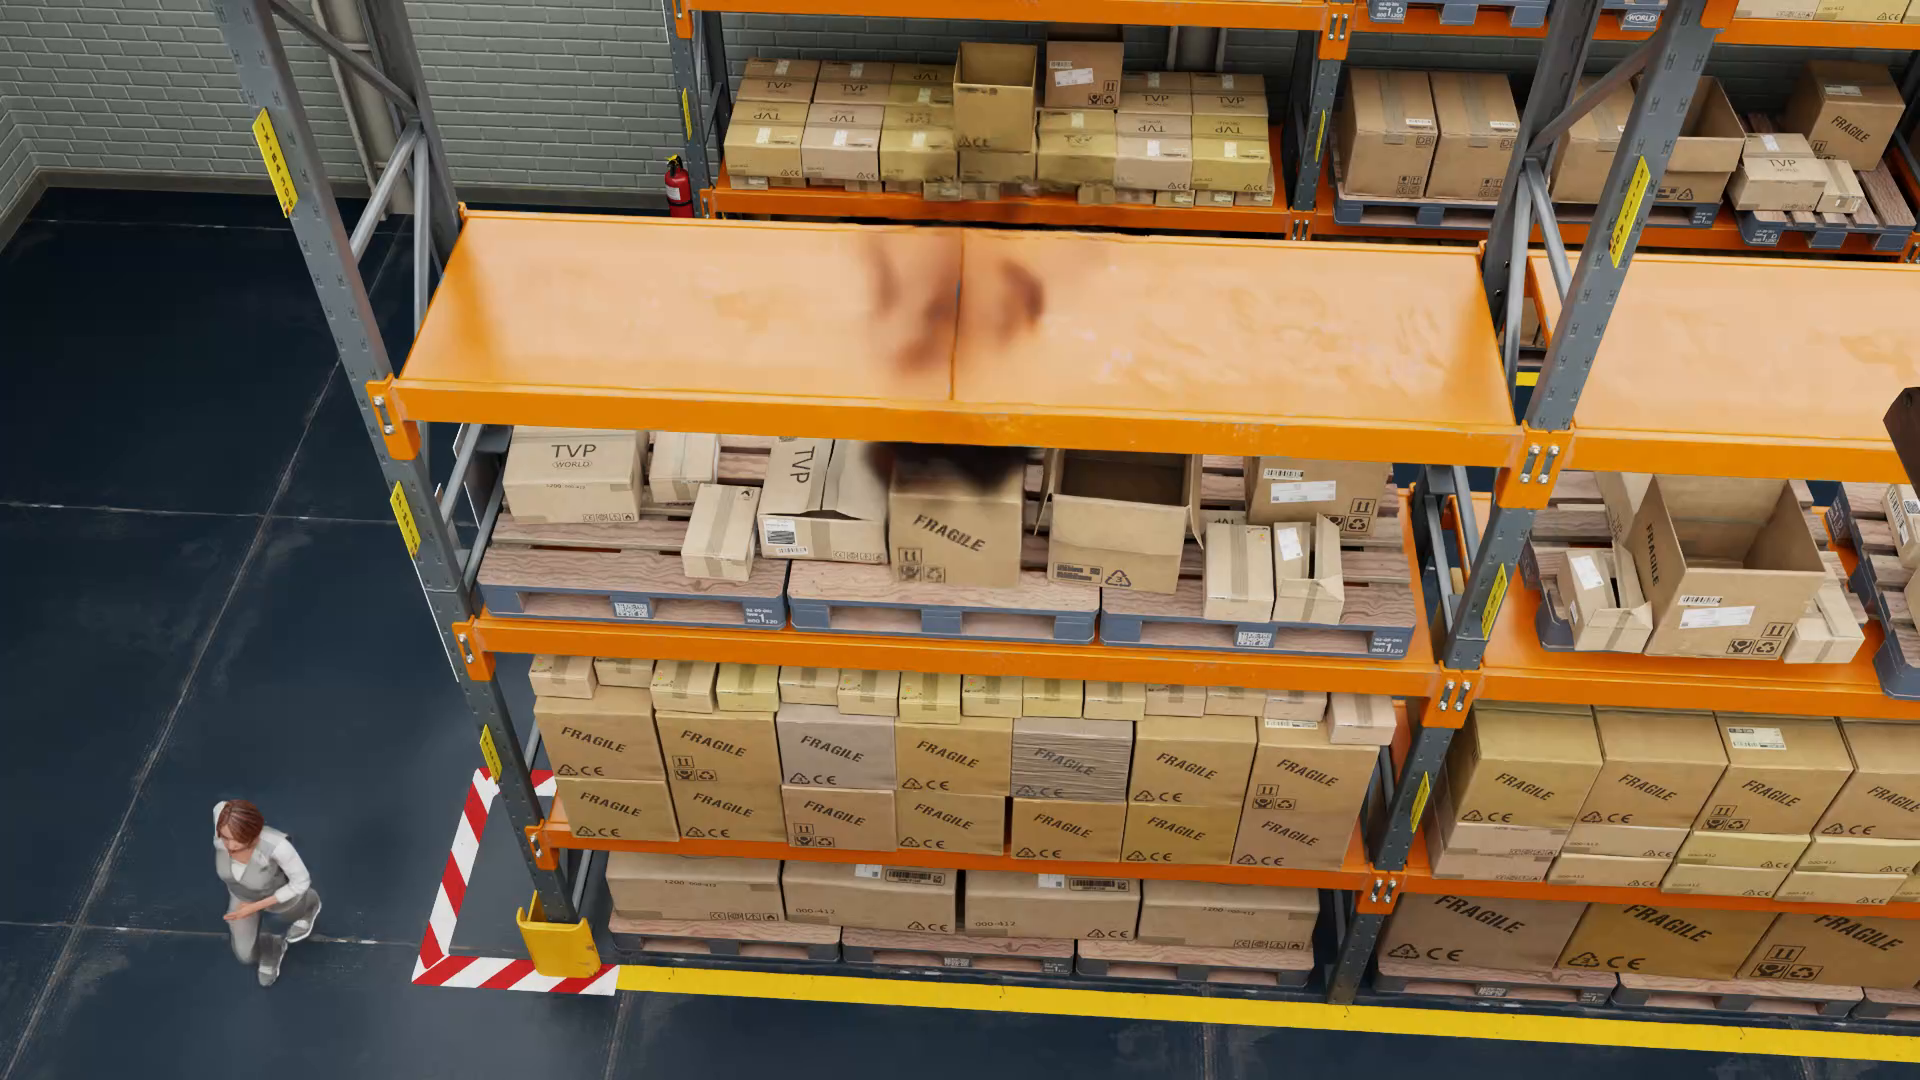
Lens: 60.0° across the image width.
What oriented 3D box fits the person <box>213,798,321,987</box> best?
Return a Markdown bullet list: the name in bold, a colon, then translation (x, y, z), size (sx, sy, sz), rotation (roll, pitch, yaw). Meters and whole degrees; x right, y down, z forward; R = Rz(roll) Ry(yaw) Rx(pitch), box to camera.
- **person**: translation (-3.311, 1.664, 8.049), size (0.561, 1.581, 0.654), rotation (4, 48, 3)
